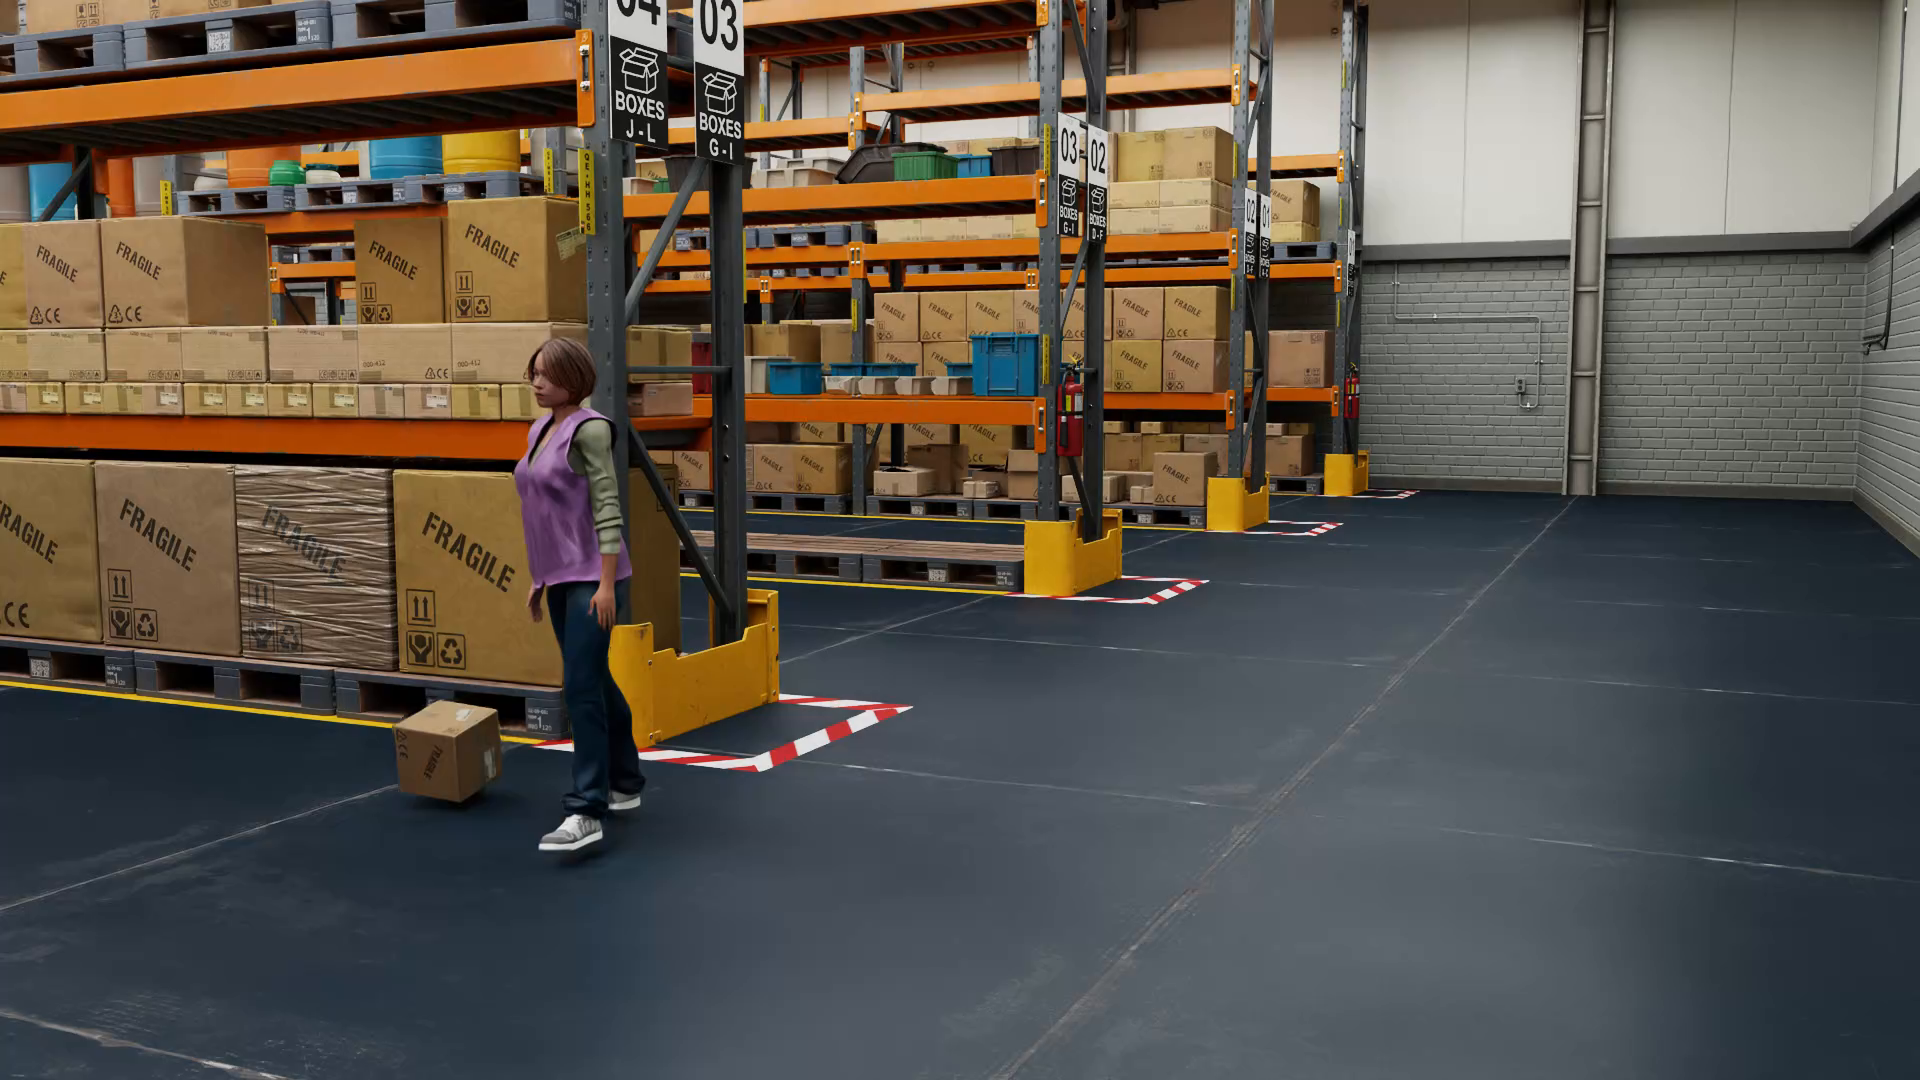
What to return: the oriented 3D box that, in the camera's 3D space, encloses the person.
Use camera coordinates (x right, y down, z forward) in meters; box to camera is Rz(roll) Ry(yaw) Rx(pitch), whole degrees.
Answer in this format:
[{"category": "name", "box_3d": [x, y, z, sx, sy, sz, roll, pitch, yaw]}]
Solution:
[{"category": "person", "box_3d": [-1.219, 0.151, 5.302, 0.538, 1.588, 0.613, -4, 7, -38]}]
